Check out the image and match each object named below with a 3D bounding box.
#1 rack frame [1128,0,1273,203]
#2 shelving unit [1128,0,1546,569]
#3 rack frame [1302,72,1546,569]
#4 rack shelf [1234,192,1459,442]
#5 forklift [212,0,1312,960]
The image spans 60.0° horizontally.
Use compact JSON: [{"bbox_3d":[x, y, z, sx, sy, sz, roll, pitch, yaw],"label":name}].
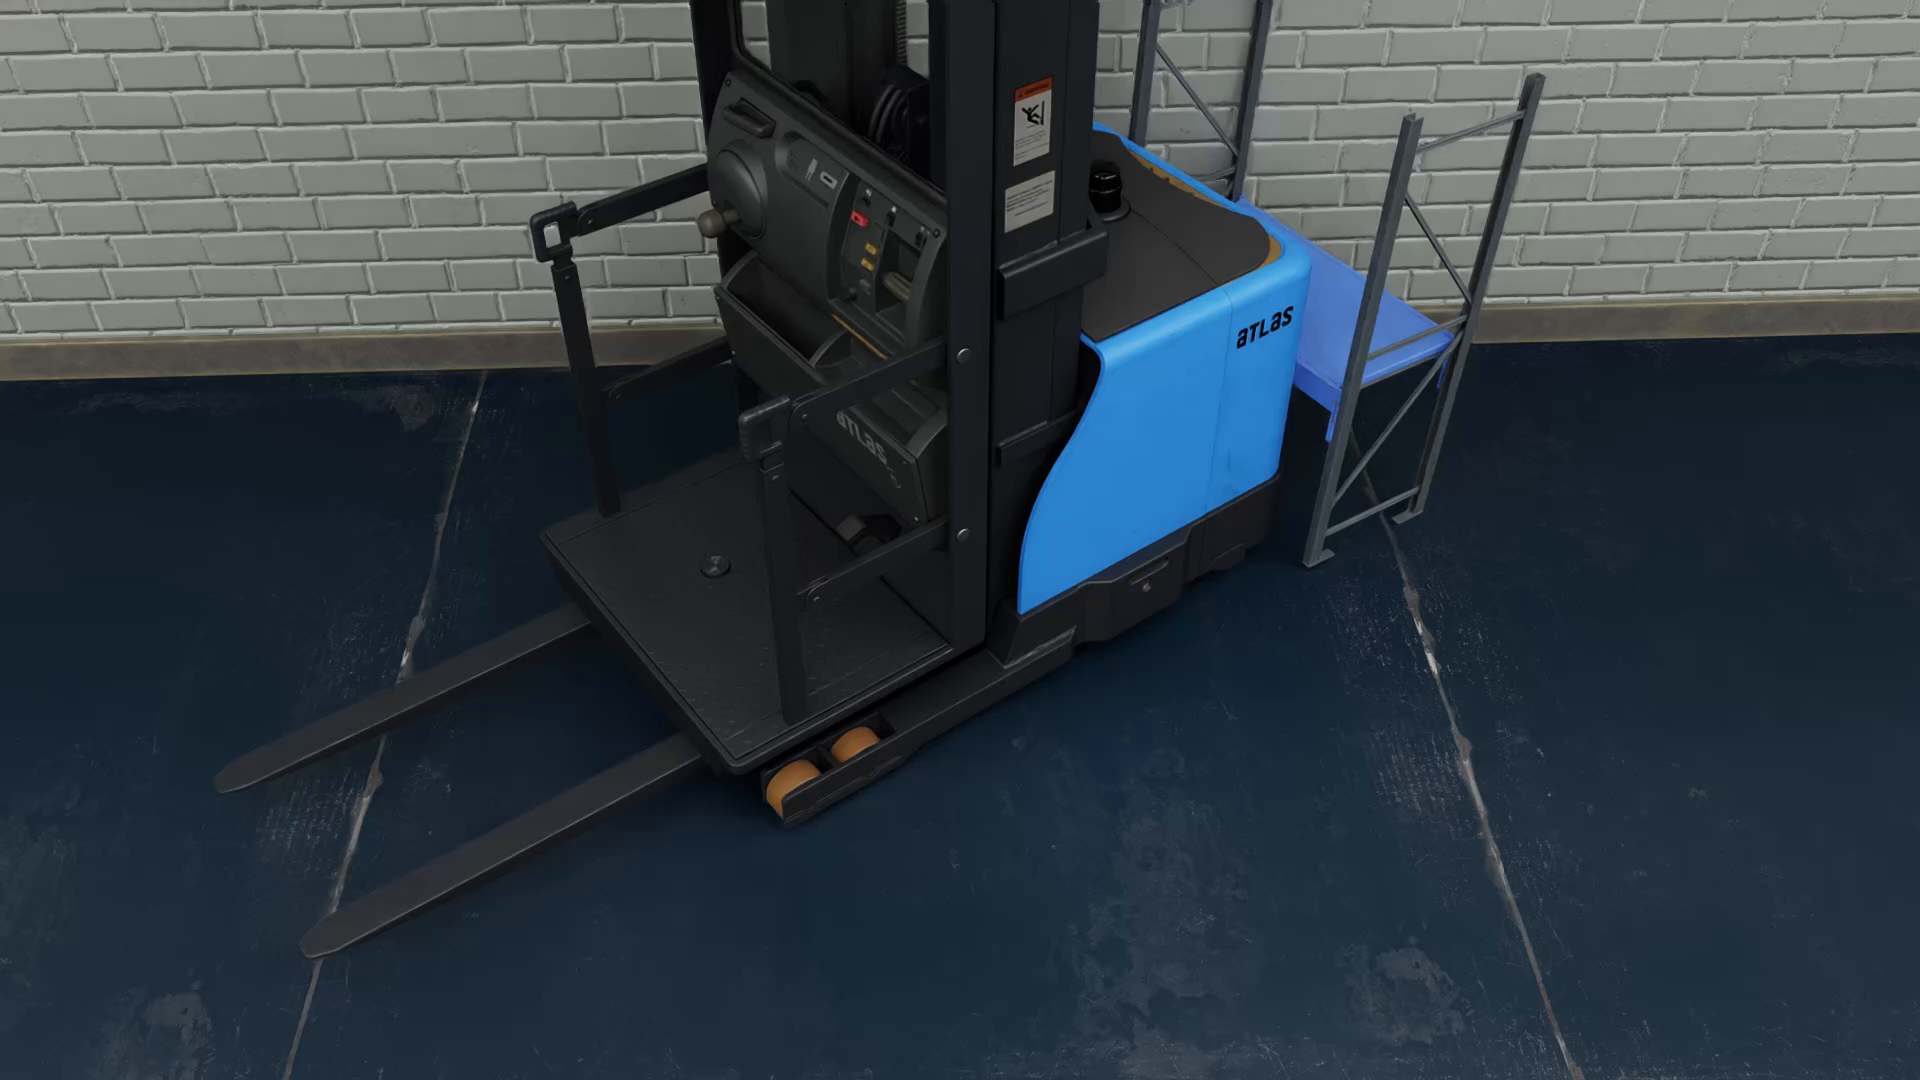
[{"bbox_3d":[0.725,-1.140,5.368,0.500,1.500,0.032,-23,47,-26],"label":"rack frame"},{"bbox_3d":[1.011,-0.856,5.058,0.538,1.500,1.048,-23,47,-26],"label":"shelving unit"},{"bbox_3d":[1.297,-0.572,4.749,0.500,1.500,0.032,-23,47,-26],"label":"rack frame"},{"bbox_3d":[1.005,-0.721,5.177,0.538,0.185,1.000,-23,47,-26],"label":"rack shelf"},{"bbox_3d":[-0.503,-0.738,3.886,3.031,2.935,1.130,-27,49,-26],"label":"forklift"}]
